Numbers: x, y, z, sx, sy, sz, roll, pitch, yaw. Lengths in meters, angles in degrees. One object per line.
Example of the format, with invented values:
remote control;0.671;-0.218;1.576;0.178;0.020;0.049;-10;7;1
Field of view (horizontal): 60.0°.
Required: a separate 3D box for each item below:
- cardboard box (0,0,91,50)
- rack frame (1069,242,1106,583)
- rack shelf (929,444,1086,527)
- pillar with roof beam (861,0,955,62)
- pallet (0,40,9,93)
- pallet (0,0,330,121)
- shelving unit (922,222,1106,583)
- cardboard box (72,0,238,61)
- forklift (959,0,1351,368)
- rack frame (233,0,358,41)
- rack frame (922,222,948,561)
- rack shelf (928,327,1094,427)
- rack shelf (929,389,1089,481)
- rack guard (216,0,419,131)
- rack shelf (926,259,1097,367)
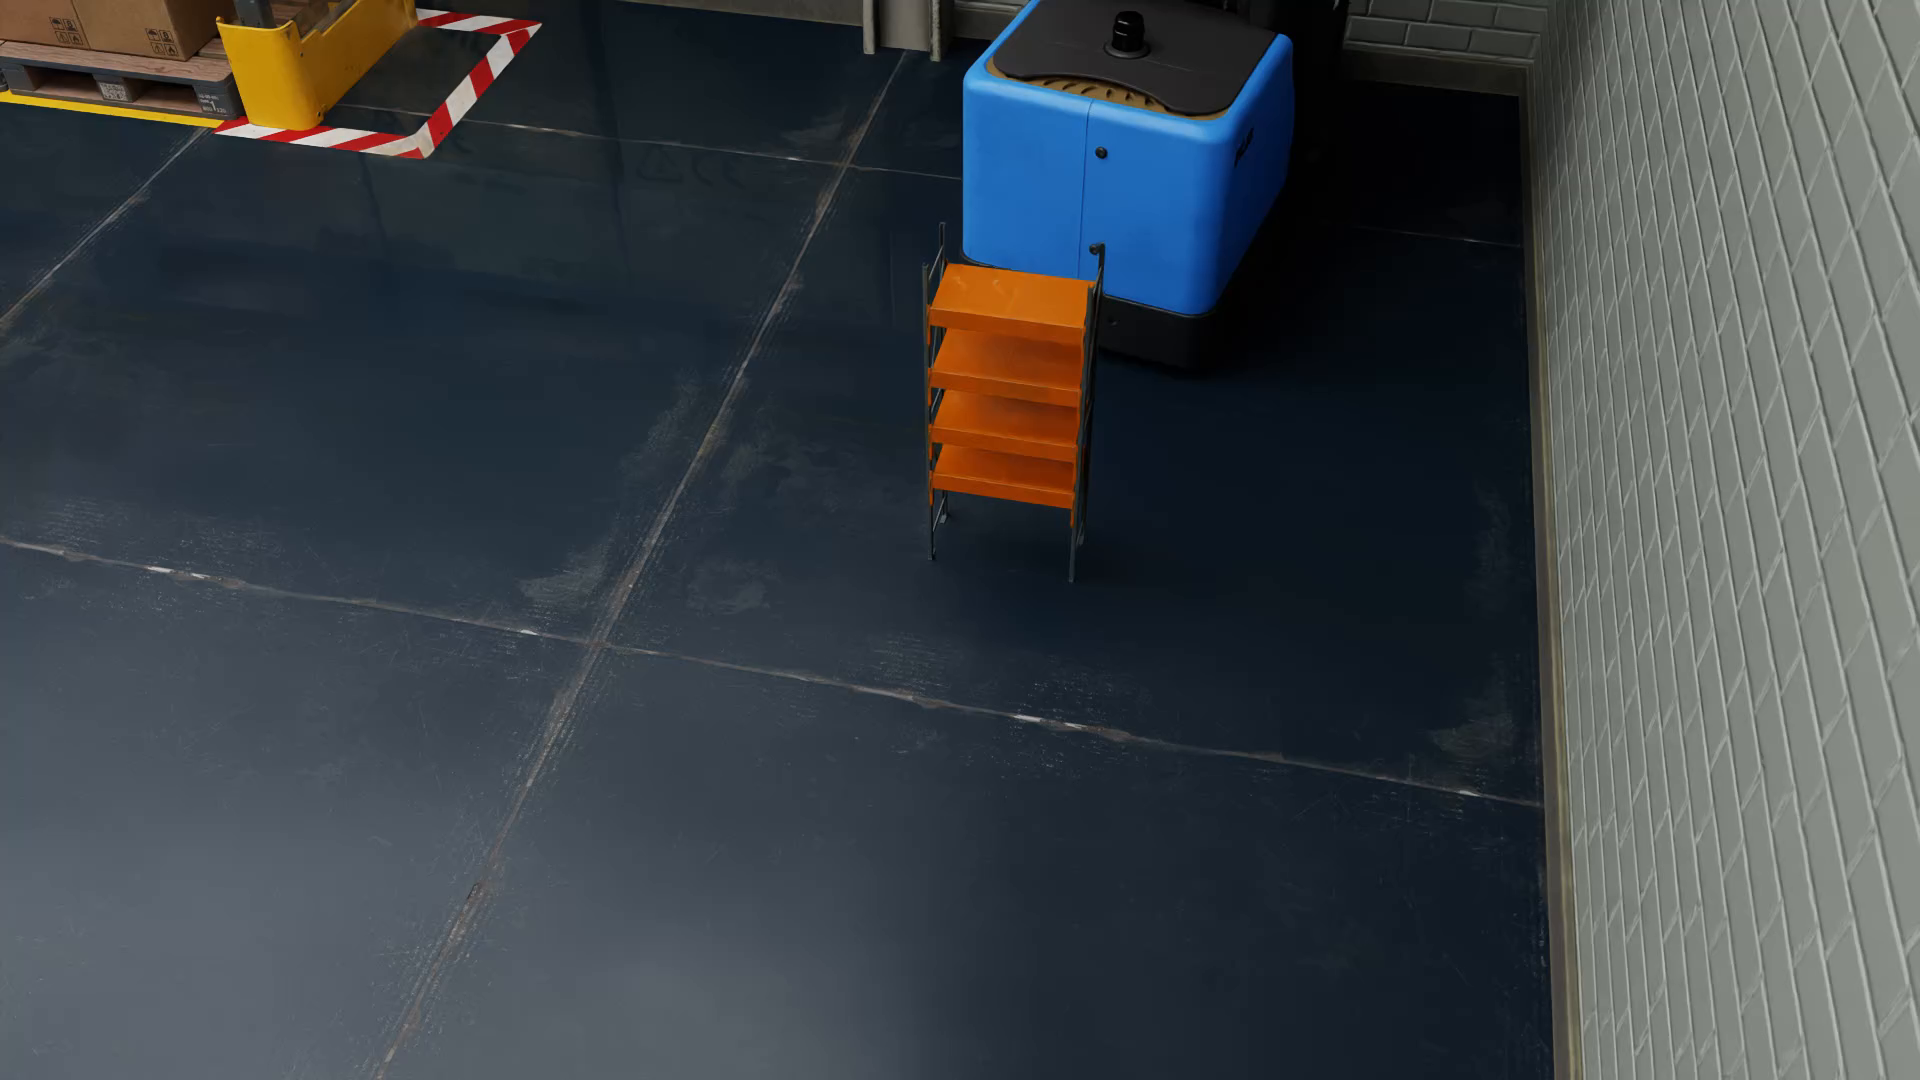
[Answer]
cardboard box;-4.269;-2.762;7.956;0.500;0.500;0.700;9;45;9
rack frame;0.400;-0.370;5.269;0.015;1.200;0.240;9;45;9
rack shelf;0.162;-0.216;5.492;0.480;0.148;0.258;9;45;9
pillar with roof beam;-1.192;-2.821;2.192;0.400;9.000;9.100;9;45;9
pallet;-5.060;-2.646;8.347;1.213;0.211;1.003;9;45;9
pallet;-3.873;-2.460;8.154;1.213;0.211;1.003;9;45;9
shelving unit;0.162;-0.407;5.308;0.503;1.200;0.258;9;45;9
cardboard box;-3.781;-2.686;7.877;0.500;0.500;0.700;9;45;9
forklift;1.057;-2.739;6.482;1.130;2.935;3.031;17;46;17
rack frame;-3.076;-3.397;7.116;0.127;3.000;1.000;9;45;9
rack frame;-0.077;-0.444;5.346;0.015;1.200;0.240;9;45;9
rack shelf;0.162;-0.520;5.199;0.480;0.148;0.258;9;45;9
rack shelf;0.162;-0.359;5.355;0.480;0.148;0.258;9;45;9
rack guard;-3.052;-2.493;7.979;0.348;0.500;1.175;9;45;9
rack shelf;0.162;-0.690;5.035;0.480;0.148;0.258;9;45;9
